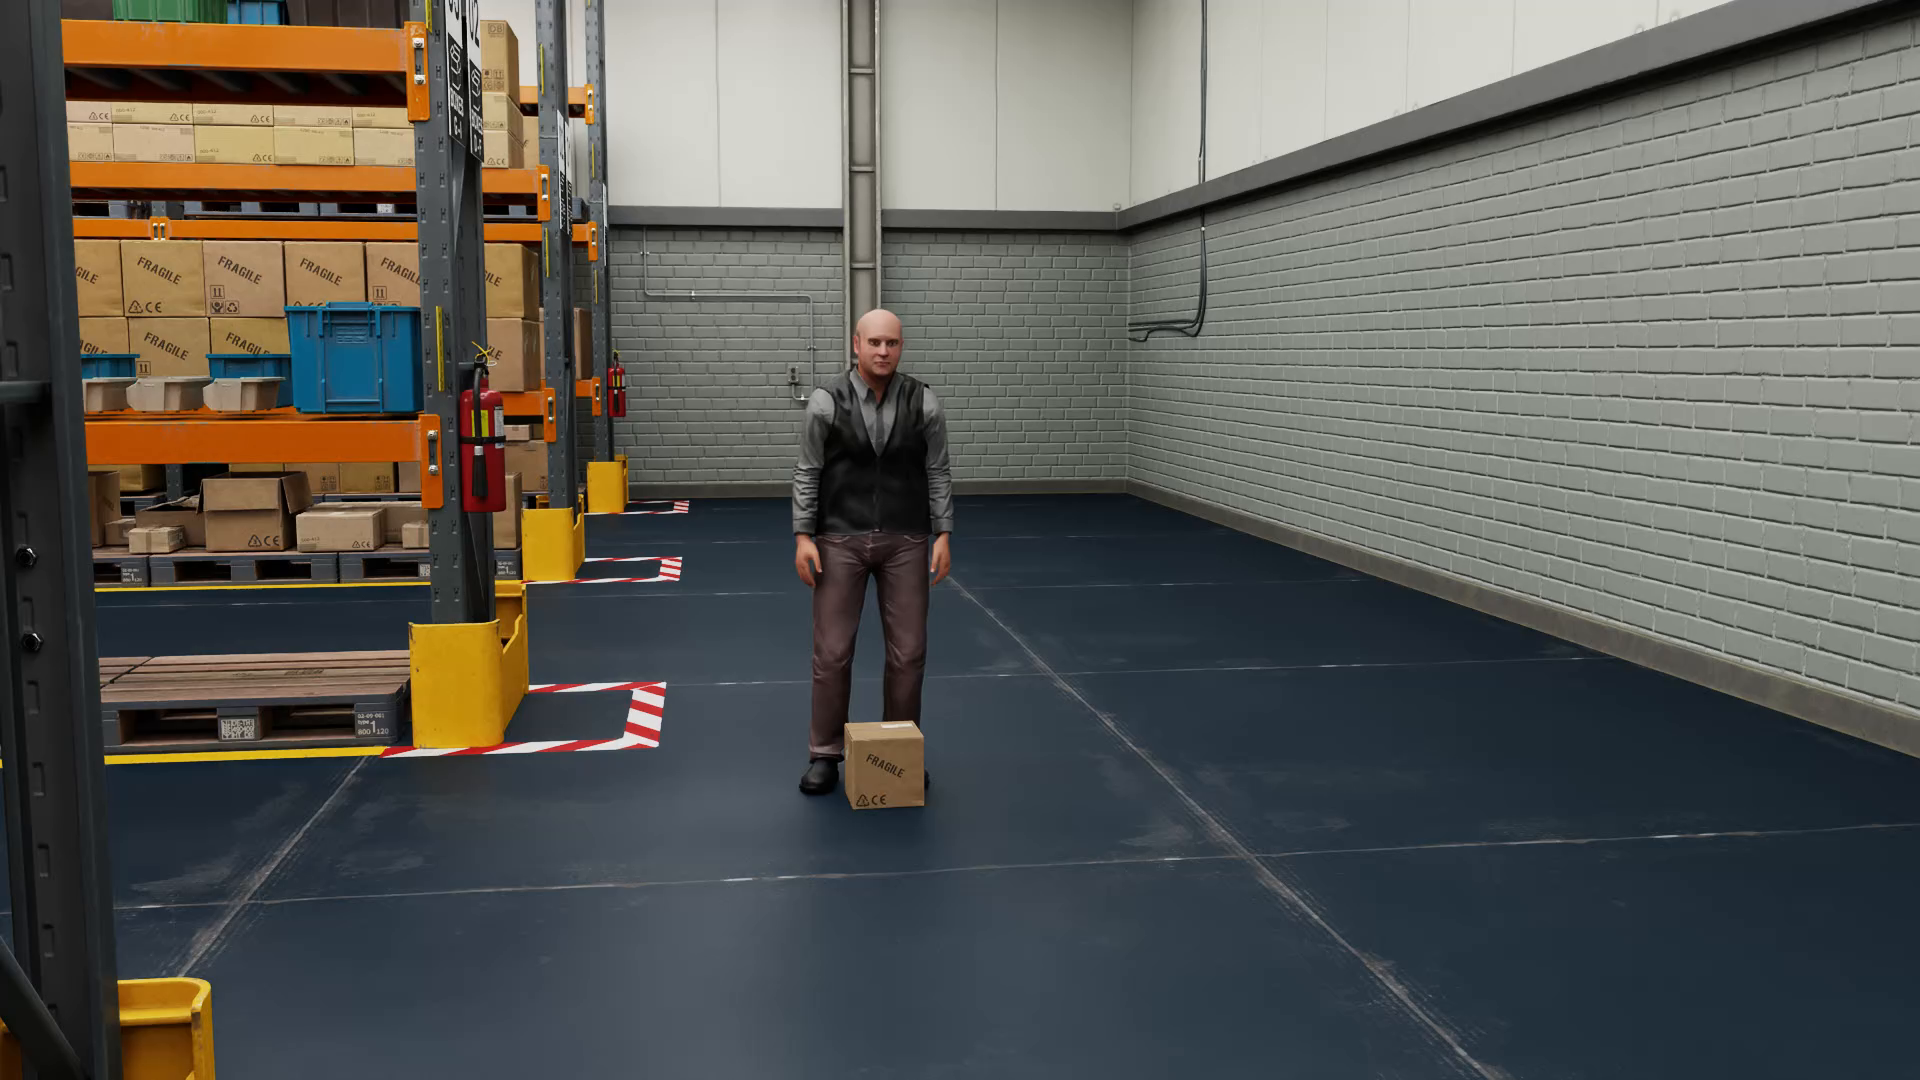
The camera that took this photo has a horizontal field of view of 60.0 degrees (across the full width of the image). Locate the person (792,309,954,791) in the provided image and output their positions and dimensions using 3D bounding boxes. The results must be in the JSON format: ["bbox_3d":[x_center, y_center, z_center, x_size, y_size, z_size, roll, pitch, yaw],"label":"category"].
[{"bbox_3d":[-0.316,0.030,6.055,0.587,1.721,0.412,-1,7,-10],"label":"person"}]
